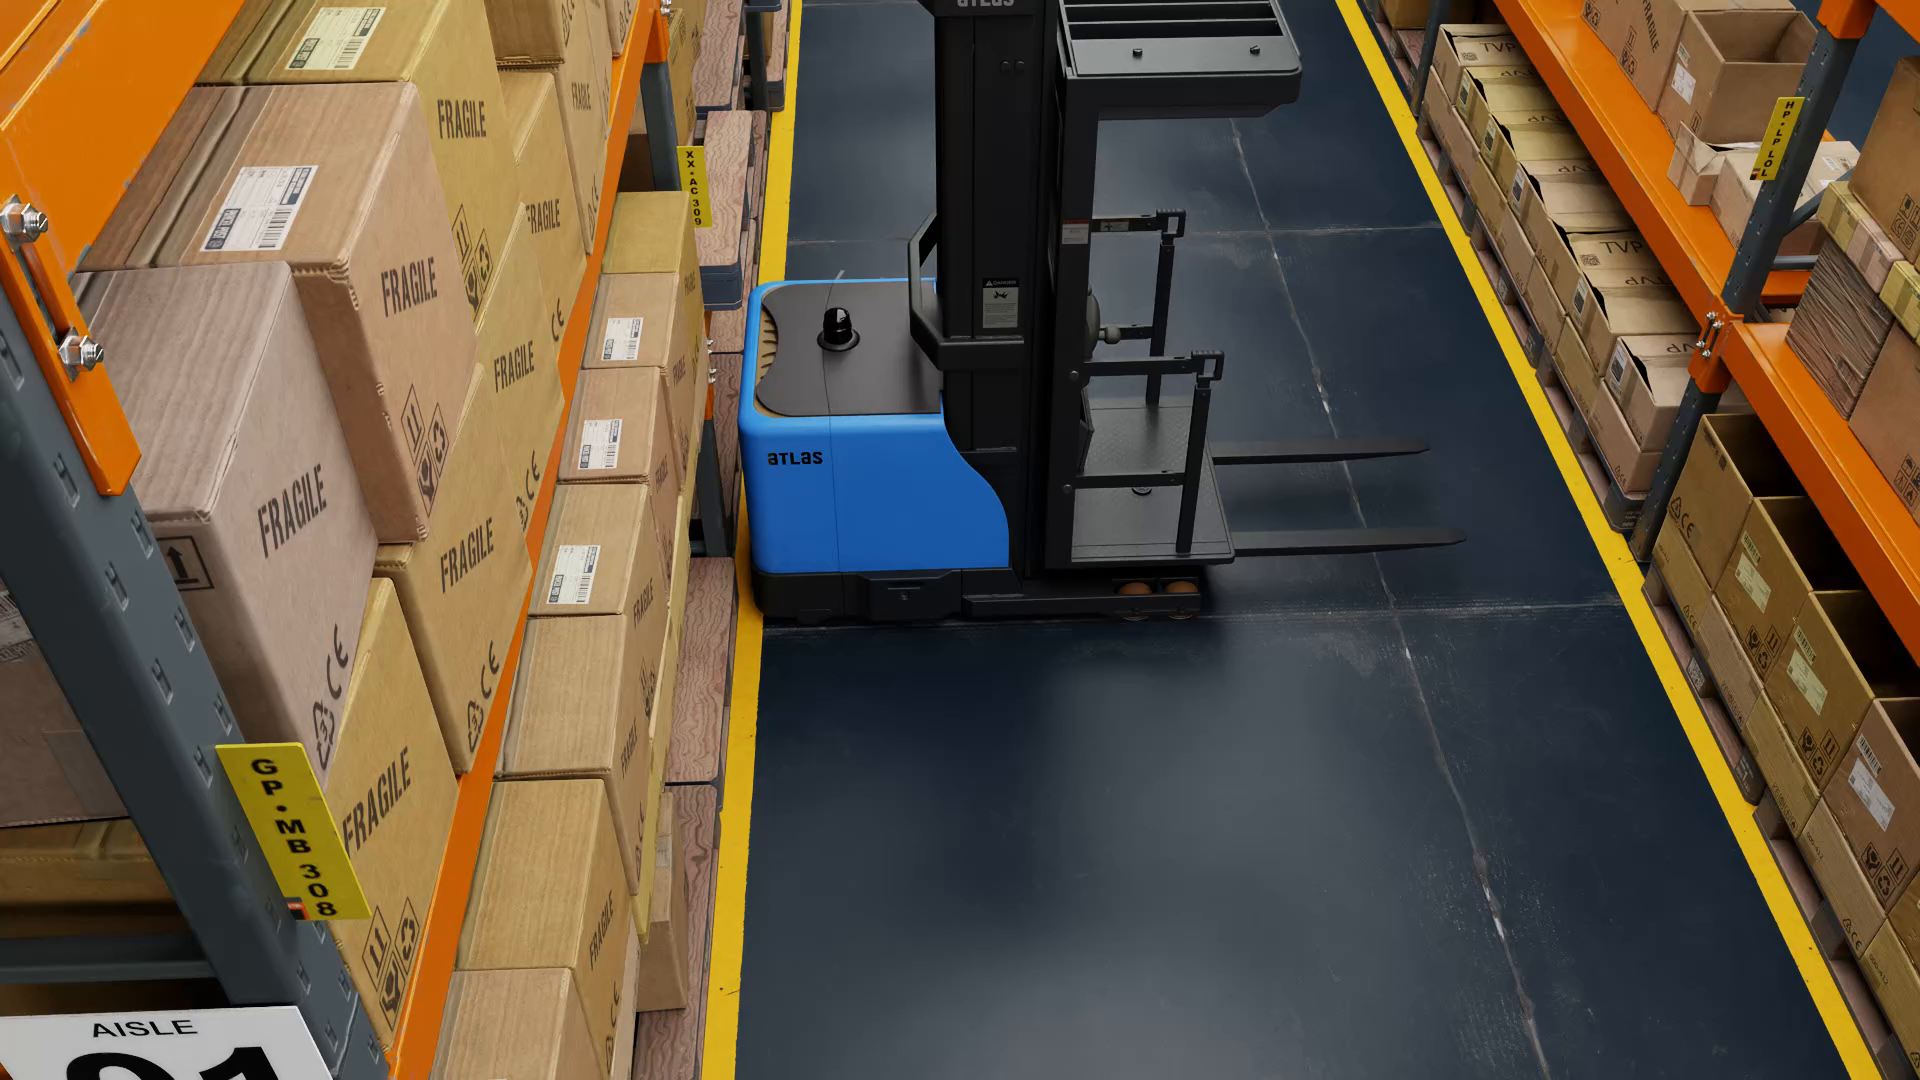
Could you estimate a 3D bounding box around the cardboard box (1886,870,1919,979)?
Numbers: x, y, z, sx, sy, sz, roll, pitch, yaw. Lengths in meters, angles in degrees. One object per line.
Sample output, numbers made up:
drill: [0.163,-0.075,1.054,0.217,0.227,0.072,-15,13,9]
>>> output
cardboard box: [3.256,1.199,5.041,0.500,0.500,0.500,-2,43,-2]

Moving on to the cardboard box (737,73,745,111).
cardboard box: [-1.573,-2.368,9.287,0.700,0.500,0.500,-1,43,-1]

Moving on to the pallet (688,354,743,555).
pallet: [-1.521,-0.409,7.690,1.003,0.211,1.213,-2,43,-2]

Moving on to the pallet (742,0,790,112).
pallet: [-1.614,-3.118,10.645,1.003,0.211,1.213,-2,43,-2]

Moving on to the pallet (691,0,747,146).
pallet: [-1.531,-2.206,7.728,1.003,0.211,1.213,-2,43,-2]

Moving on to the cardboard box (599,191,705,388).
cardboard box: [-1.157,-0.829,5.626,0.500,0.500,0.500,-2,43,-2]

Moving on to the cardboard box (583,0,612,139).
cardboard box: [-1.209,-1.386,4.383,0.500,0.500,0.500,-5,43,-5]

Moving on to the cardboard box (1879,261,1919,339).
cardboard box: [3.304,-0.801,5.500,0.380,0.149,0.250,-3,43,-3]

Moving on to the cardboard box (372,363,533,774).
cardboard box: [-1.068,0.043,2.825,0.500,0.500,0.500,1,43,1]

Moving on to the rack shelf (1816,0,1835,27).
rack shelf: [3.378,-3.247,7.034,1.077,0.370,4.000,-2,43,-2]

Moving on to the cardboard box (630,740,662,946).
cardboard box: [-1.072,0.804,4.399,0.500,0.250,0.500,-2,43,-2]

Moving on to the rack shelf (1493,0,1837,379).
rack shelf: [3.378,-2.141,8.048,1.077,0.370,4.000,-2,43,-2]

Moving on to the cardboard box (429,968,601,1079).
cardboard box: [-1.036,1.230,3.379,0.500,0.500,0.500,-2,43,-2]

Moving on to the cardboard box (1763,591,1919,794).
cardboard box: [3.212,0.524,5.778,0.500,0.500,0.500,-2,43,-2]

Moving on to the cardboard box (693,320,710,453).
cardboard box: [-1.163,-0.552,5.878,0.500,0.250,0.500,-2,43,-2]

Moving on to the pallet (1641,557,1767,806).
pallet: [3.455,0.510,6.687,1.003,0.211,1.213,-2,43,-2]

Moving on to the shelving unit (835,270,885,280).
shelving unit: [-0.678,-0.927,8.266,0.258,0.189,1.200,12,43,12]

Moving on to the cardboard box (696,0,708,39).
cardboard box: [-1.551,-2.653,7.675,0.700,0.500,0.500,-2,43,-2]

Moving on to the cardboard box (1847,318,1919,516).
cardboard box: [3.517,-0.438,5.583,0.700,0.500,0.500,-2,43,-2]

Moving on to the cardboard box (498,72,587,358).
cardboard box: [-1.138,-0.669,3.601,0.500,0.500,0.500,1,43,1]

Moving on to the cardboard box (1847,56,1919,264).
cardboard box: [3.488,-1.272,5.533,0.700,0.500,0.500,-1,43,-2]

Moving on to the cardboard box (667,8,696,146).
cardboard box: [-1.490,-1.832,6.779,0.700,0.500,0.500,2,43,3]

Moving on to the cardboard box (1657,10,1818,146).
cardboard box: [3.424,-1.967,7.252,0.500,0.500,0.500,1,43,1]

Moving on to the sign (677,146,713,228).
sign: [-0.944,-1.251,5.904,0.100,0.325,0.005,-2,43,-2]

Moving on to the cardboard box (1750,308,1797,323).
cardboard box: [3.678,-1.028,7.610,0.500,0.311,0.500,-2,43,-2]

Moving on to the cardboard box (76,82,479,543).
cardboard box: [-1.061,-0.337,2.498,0.500,0.500,0.500,-2,43,-2]

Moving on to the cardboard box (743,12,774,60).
cardboard box: [-1.556,-3.474,10.250,0.750,0.750,0.750,-2,43,-2]

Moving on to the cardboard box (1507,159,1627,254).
cardboard box: [3.094,-1.696,8.340,0.500,0.311,0.500,-2,43,-2]

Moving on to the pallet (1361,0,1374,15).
pallet: [3.250,-4.055,11.667,1.003,0.211,1.213,-2,43,-2]

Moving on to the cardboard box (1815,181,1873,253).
cardboard box: [3.281,-1.145,5.875,0.380,0.149,0.250,-2,43,-2]

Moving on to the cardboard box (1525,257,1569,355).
cardboard box: [3.114,-1.156,8.165,0.500,0.250,0.500,-1,43,-1]

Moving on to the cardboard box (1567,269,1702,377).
cardboard box: [3.131,-1.020,7.602,0.500,0.311,0.500,-1,43,-1]

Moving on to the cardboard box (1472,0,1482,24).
cardboard box: [3.531,-3.666,10.703,0.500,0.500,0.500,-3,43,-3]

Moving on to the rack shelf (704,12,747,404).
rack shelf: [-1.571,-1.996,7.890,1.077,0.370,4.000,-2,43,-2]

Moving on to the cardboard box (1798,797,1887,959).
cardboard box: [3.239,1.137,5.663,0.500,0.250,0.500,-2,43,-2]

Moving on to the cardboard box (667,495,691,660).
cardboard box: [-1.114,0.123,5.141,0.500,0.250,0.500,-2,43,-2]

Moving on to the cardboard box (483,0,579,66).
cardboard box: [-1.128,-1.377,3.634,0.500,0.500,0.500,-3,43,-3]

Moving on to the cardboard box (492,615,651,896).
cardboard box: [-1.063,0.547,4.124,0.500,0.500,0.500,-3,43,-3]

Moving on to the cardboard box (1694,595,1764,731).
cardboard box: [3.196,0.462,6.399,0.500,0.250,0.500,-2,43,-2]

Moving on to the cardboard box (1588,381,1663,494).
cardboard box: [3.156,-0.469,7.415,0.500,0.250,0.500,-2,43,-2]

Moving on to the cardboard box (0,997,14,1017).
cardboard box: [-1.587,0.365,2.473,0.500,0.500,0.500,1,43,1]

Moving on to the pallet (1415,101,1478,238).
pallet: [3.289,-2.171,9.612,1.003,0.211,1.213,-2,43,-2]

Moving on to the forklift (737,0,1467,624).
forklift: [0.629,-1.099,6.429,3.031,2.935,1.130,-2,43,-2]

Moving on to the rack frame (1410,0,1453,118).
rack frame: [3.293,-3.756,9.278,1.000,3.000,0.127,-2,43,-2]

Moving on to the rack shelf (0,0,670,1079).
rack shelf: [-1.401,-0.402,3.930,1.077,0.370,4.000,-2,43,-2]

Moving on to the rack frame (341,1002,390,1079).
rack frame: [-1.316,1.789,3.228,1.000,3.000,0.127,-2,43,-2]

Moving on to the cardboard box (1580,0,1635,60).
cardboard box: [3.381,-2.661,8.009,0.500,0.500,0.500,-4,43,-4]

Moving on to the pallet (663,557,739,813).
pallet: [-1.422,0.569,6.623,1.003,0.211,1.213,-2,43,-2]

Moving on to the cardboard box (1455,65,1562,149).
cardboard box: [3.053,-2.388,9.094,0.500,0.311,0.500,-3,43,-3]

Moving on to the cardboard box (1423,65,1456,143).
cardboard box: [3.022,-2.535,9.670,0.500,0.250,0.500,-2,43,-2]

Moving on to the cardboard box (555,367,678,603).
cardboard box: [-1.120,-0.152,4.887,0.500,0.500,0.500,-3,43,-3]

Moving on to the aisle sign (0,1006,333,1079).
aisle sign: [-1.014,0.871,2.306,0.394,0.787,0.004,-2,43,-2]

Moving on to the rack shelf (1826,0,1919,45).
rack shelf: [3.548,-0.546,4.088,1.077,0.370,4.000,-2,43,-2]

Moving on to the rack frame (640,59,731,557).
rack frame: [-1.486,-0.911,6.174,1.000,3.000,0.127,-2,43,-2]

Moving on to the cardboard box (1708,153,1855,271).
cardboard box: [3.398,-1.332,6.744,0.500,0.250,0.500,1,43,1]

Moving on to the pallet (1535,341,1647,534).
pallet: [3.393,-0.524,7.815,1.003,0.211,1.213,-2,43,-2]

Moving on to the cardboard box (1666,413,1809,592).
cardboard box: [3.170,-0.151,6.514,0.500,0.500,0.500,-2,43,-2]

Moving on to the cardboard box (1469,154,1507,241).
cardboard box: [3.072,-1.845,8.917,0.500,0.250,0.500,-3,43,-3]
